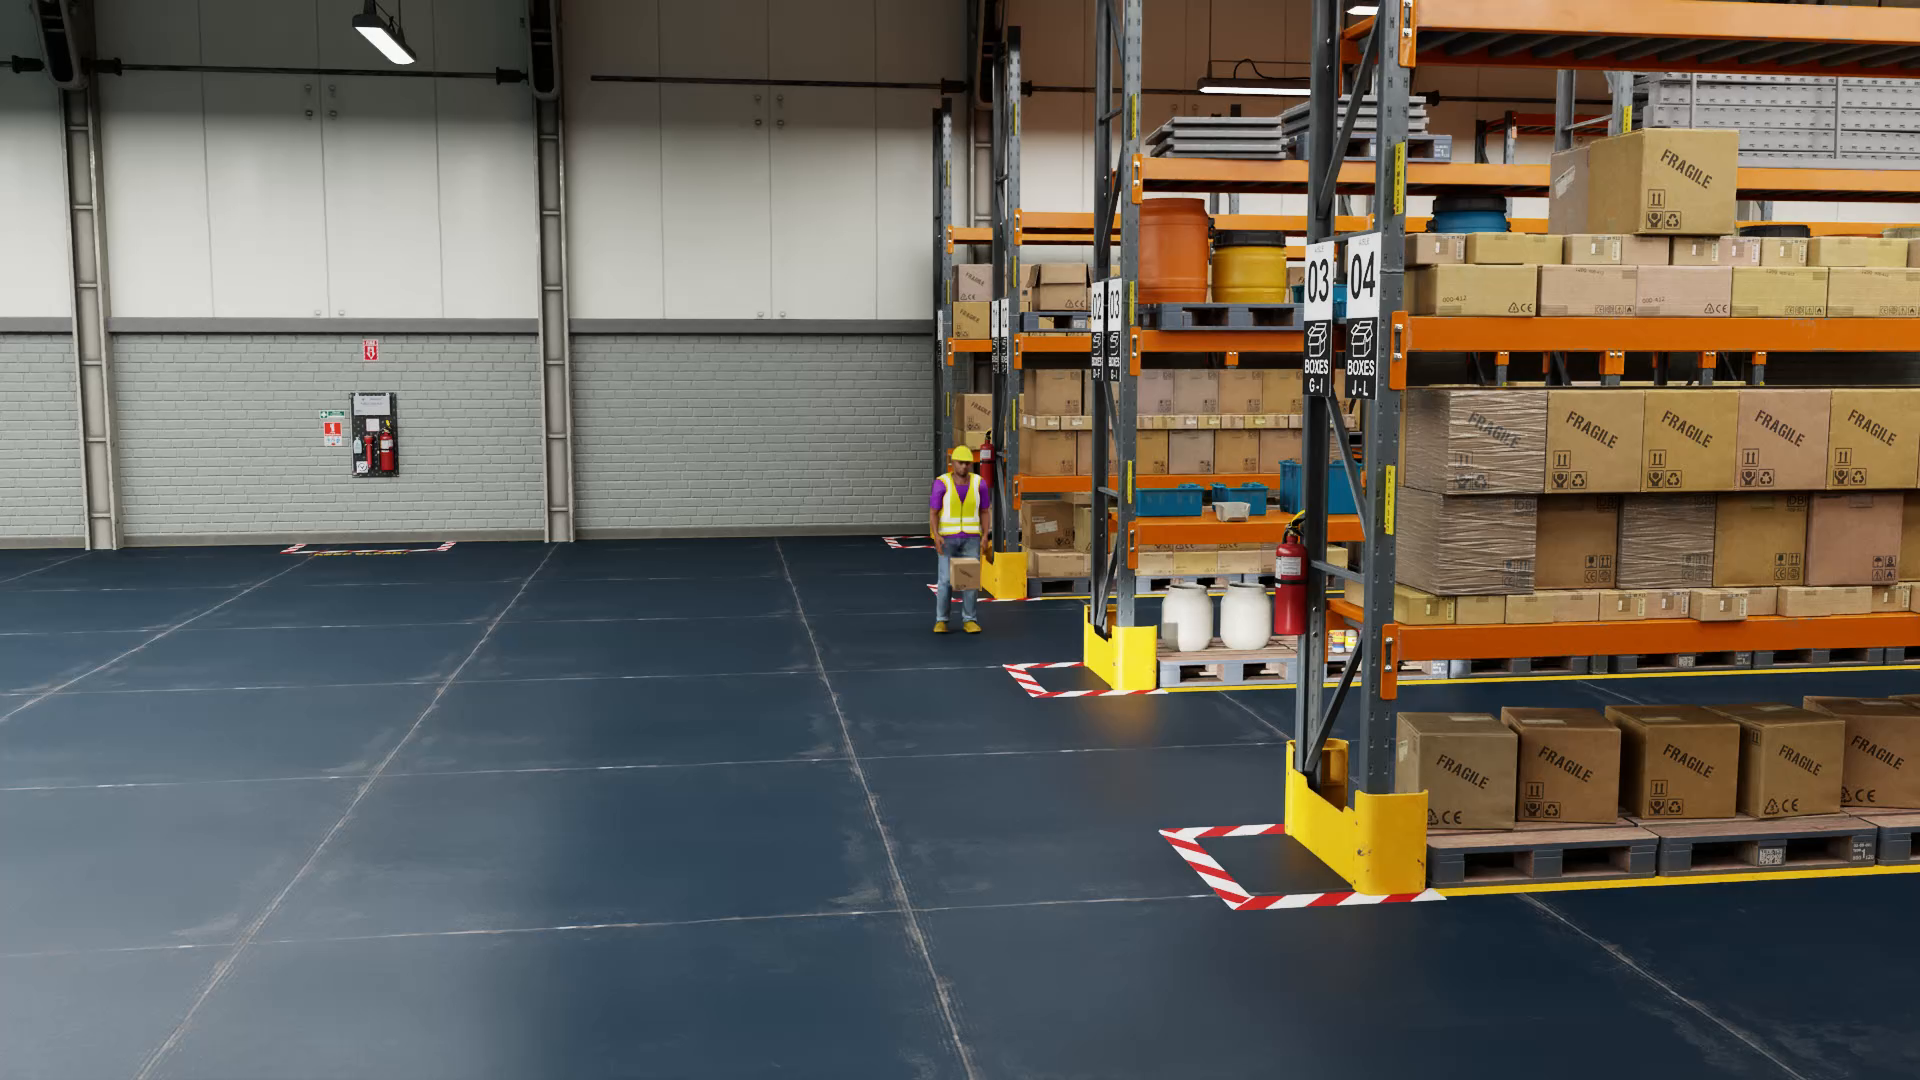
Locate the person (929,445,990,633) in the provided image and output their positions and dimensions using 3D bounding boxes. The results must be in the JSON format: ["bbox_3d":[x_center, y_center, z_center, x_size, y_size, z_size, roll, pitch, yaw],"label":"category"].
[{"bbox_3d":[0.005,-0.010,15.718,0.586,1.762,0.457,-1,7,-10],"label":"person"}]
